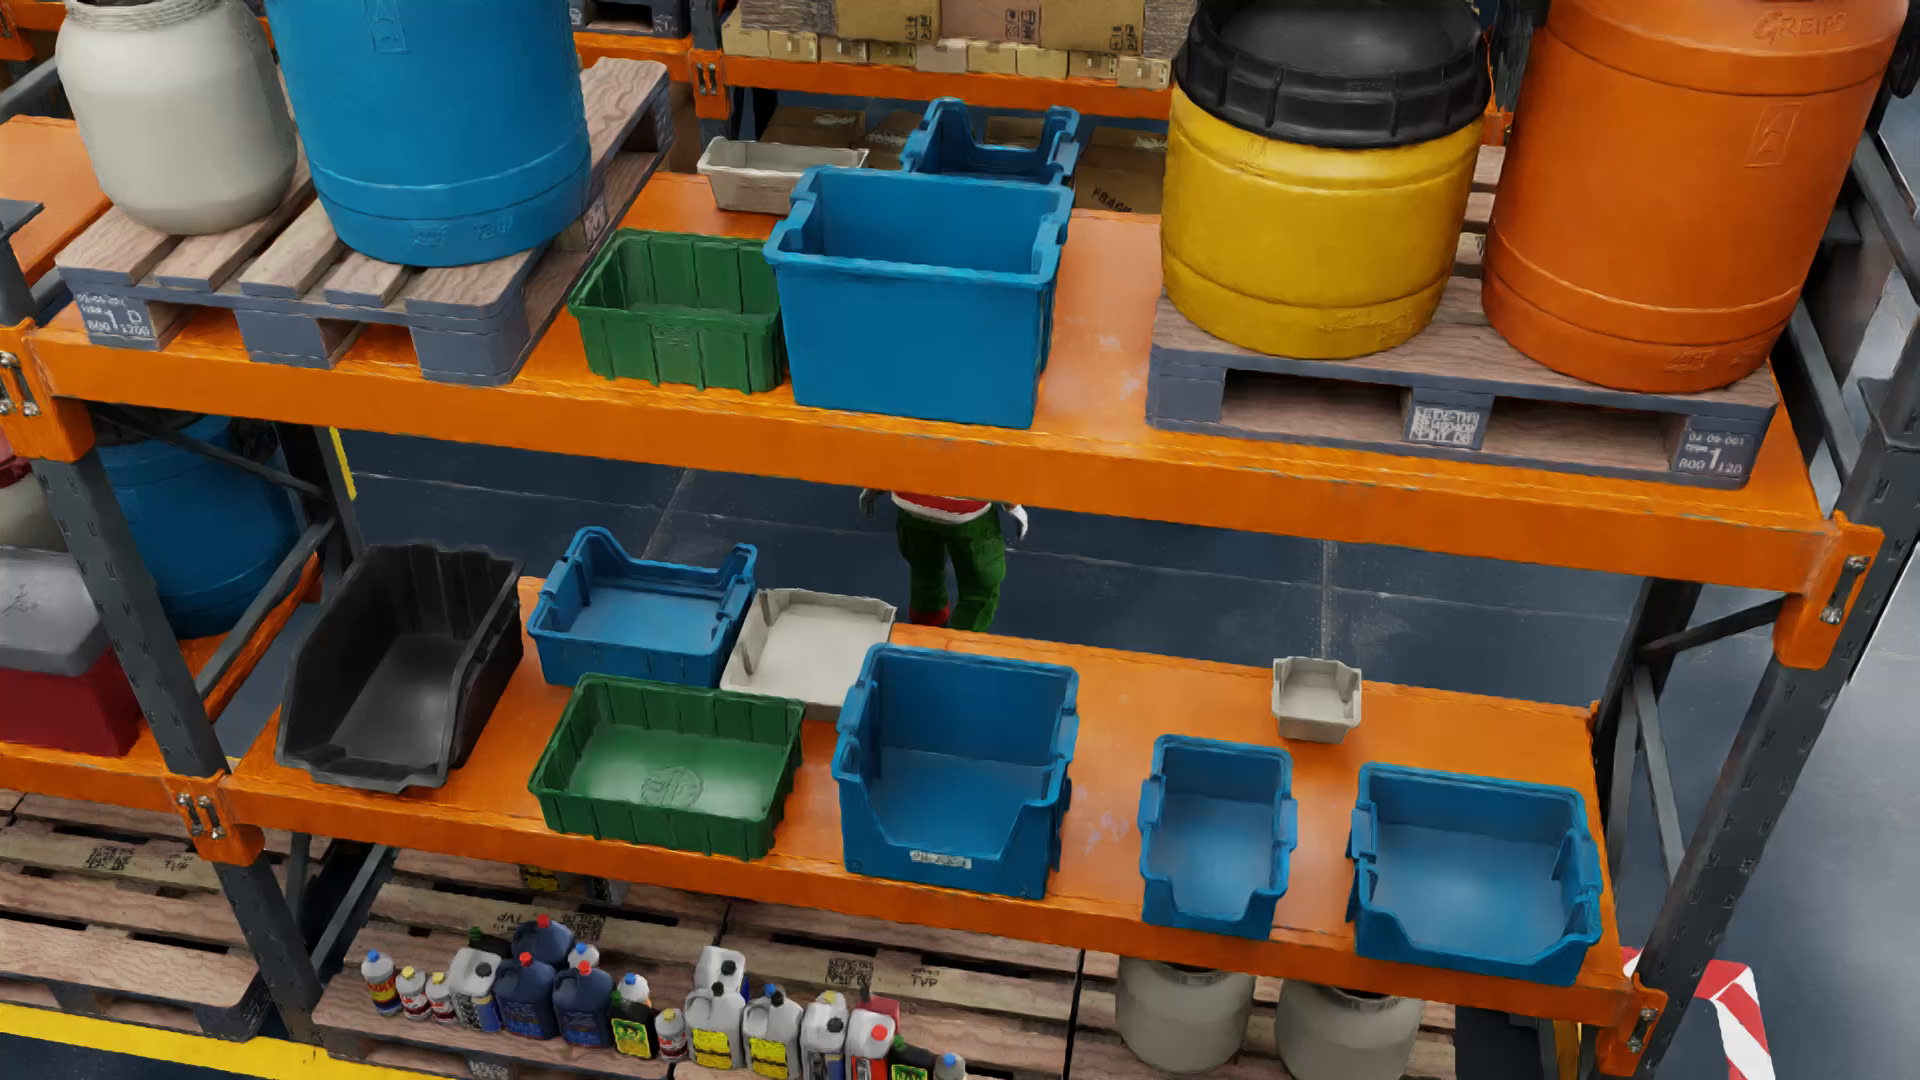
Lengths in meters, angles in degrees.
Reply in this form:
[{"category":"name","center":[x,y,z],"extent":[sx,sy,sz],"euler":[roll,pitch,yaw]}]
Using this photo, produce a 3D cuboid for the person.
[{"category":"person","center":[-0.060,-0.103,6.266],"extent":[0.729,1.791,0.601],"euler":[14,42,16]}]
